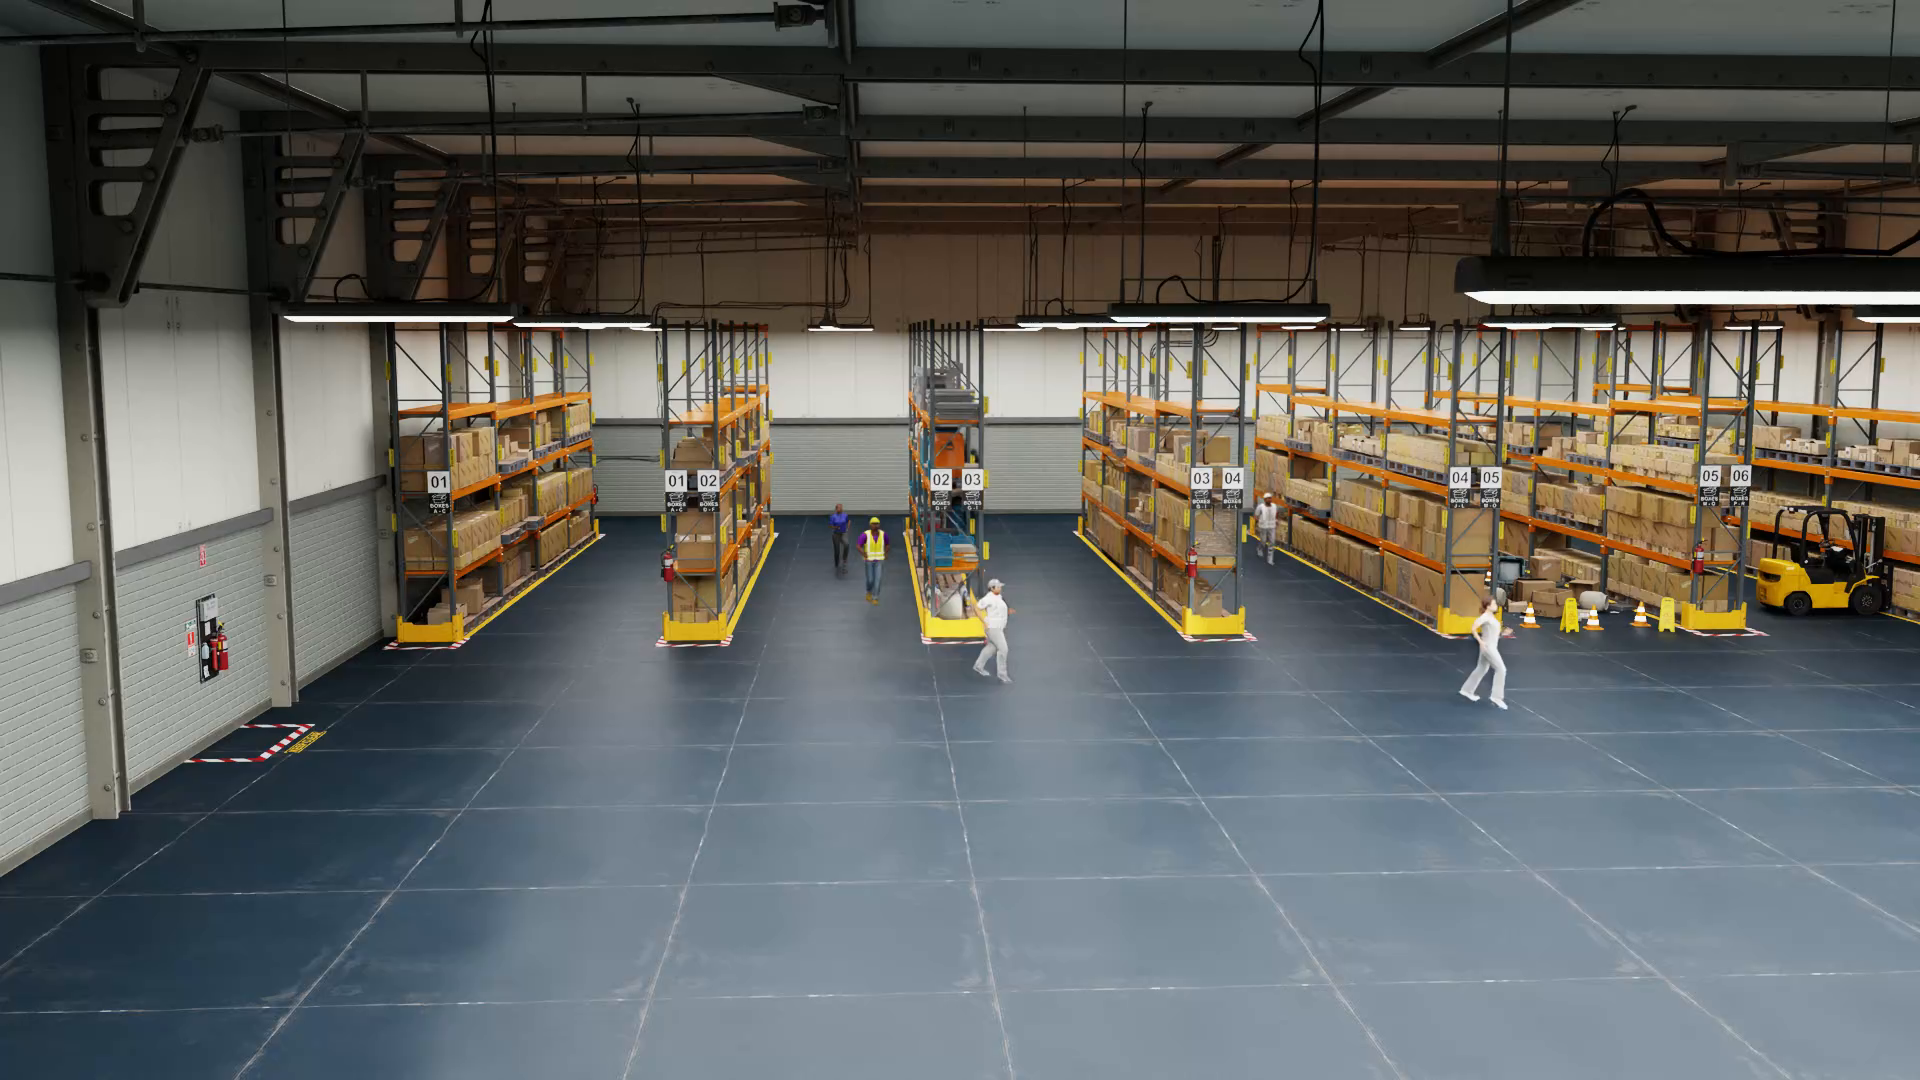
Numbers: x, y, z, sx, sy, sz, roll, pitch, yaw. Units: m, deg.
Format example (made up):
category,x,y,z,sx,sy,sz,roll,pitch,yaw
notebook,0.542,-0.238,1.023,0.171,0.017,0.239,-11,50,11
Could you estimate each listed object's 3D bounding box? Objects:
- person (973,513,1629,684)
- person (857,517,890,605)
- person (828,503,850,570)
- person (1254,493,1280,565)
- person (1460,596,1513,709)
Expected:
category,x,y,z,sx,sy,sz,roll,pitch,yaw
person,7.439,0.888,31.526,10.957,1.975,12.819,3,8,20
person,-1.727,0.410,33.653,0.697,1.757,0.703,-2,7,-13
person,-2.892,-0.034,39.986,0.564,1.550,0.851,-1,7,-10
person,7.701,-0.294,41.689,0.682,1.782,0.916,-1,7,-7
person,8.135,1.726,25.699,0.770,1.720,0.538,3,8,22
